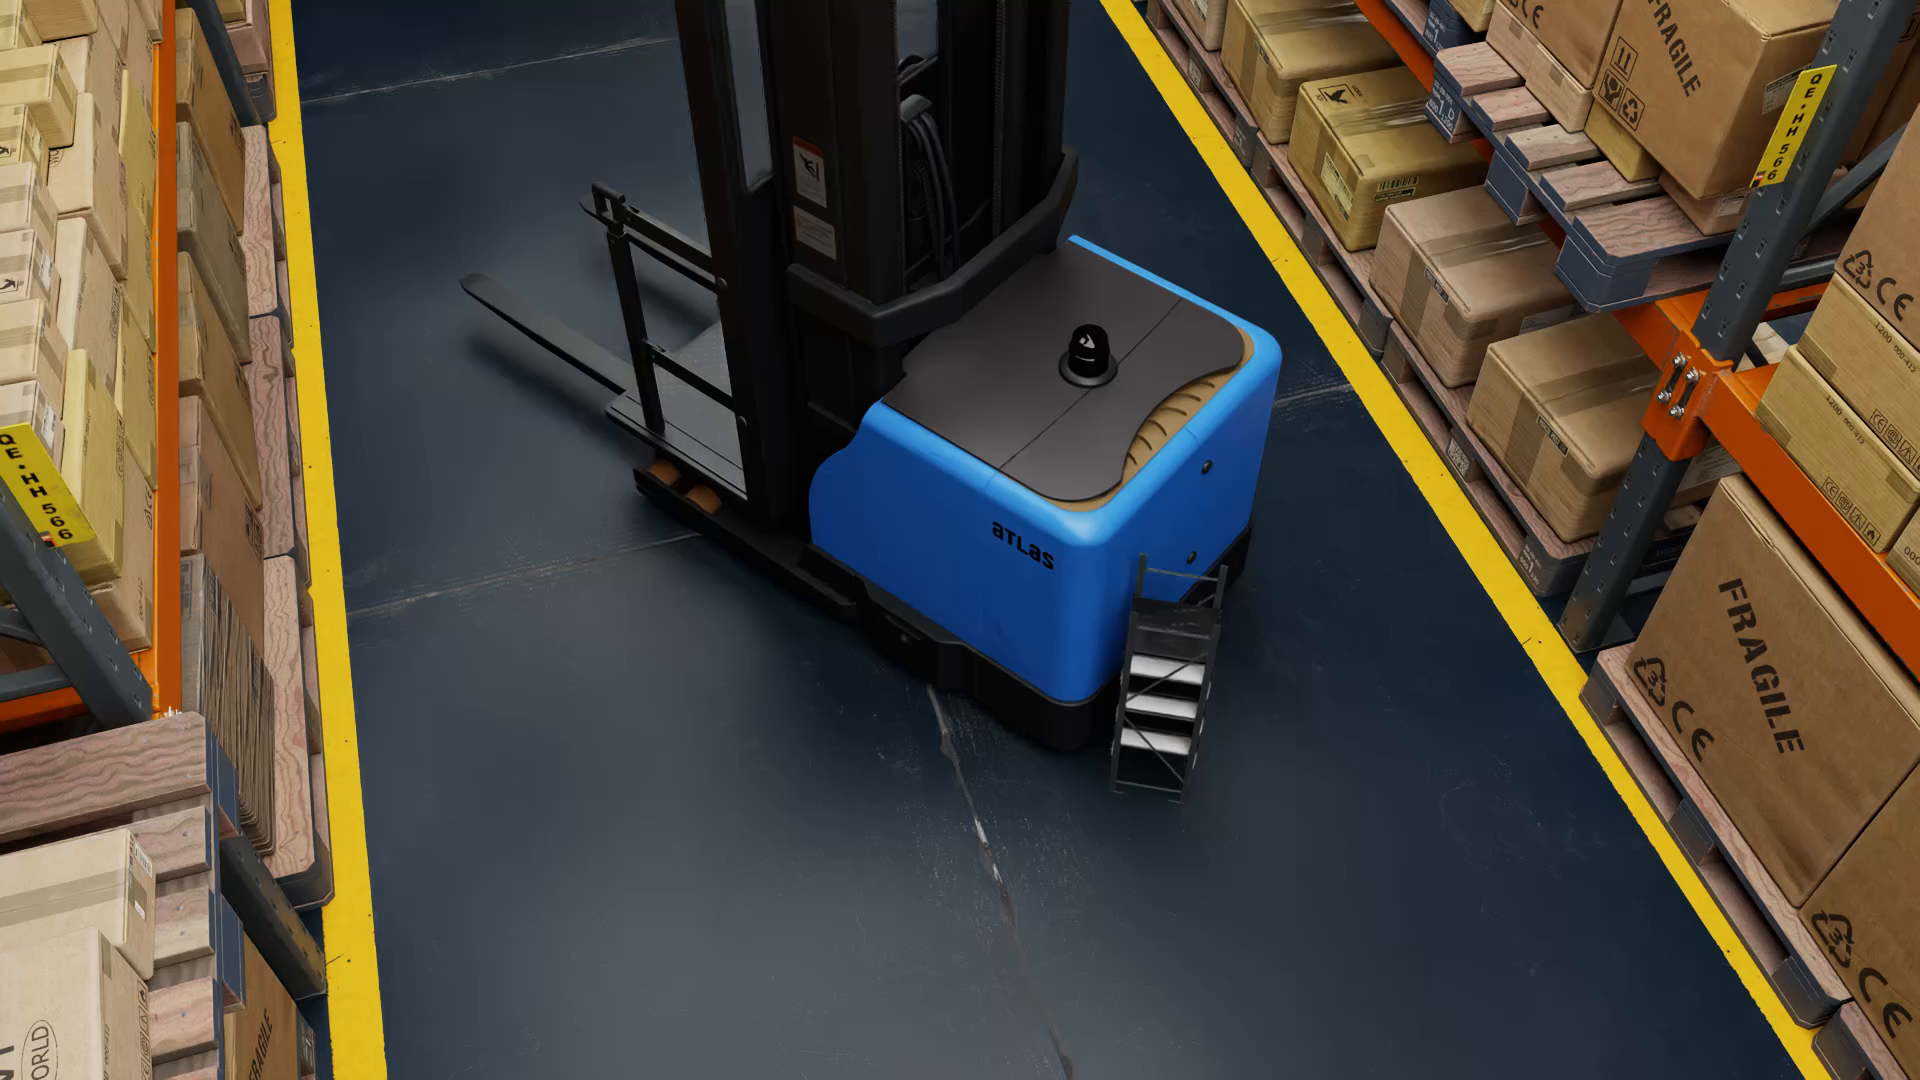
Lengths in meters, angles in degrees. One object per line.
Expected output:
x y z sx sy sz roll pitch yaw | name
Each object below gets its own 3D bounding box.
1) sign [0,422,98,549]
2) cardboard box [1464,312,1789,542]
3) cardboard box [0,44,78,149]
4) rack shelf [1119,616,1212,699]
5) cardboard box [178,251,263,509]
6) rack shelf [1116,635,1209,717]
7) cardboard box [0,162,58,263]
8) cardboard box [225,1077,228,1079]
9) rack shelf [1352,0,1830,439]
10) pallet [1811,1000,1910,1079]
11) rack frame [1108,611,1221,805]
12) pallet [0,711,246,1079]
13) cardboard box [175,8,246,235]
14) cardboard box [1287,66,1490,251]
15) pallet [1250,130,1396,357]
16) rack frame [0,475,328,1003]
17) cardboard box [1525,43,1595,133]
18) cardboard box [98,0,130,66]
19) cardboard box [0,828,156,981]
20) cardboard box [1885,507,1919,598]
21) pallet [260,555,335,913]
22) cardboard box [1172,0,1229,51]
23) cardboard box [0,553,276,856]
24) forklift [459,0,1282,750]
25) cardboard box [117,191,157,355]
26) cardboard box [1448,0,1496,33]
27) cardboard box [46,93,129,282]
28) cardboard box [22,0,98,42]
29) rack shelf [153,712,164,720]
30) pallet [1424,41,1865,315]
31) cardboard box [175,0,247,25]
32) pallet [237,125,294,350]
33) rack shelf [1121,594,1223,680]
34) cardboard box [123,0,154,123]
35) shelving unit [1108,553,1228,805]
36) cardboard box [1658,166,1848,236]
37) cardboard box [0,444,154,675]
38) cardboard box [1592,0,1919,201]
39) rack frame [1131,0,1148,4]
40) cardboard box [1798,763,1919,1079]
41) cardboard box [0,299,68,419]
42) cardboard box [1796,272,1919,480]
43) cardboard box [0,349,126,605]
-1.758 -0.099 3.166 0.100 0.325 0.005 -13 51 -11 | sign
2.310 -0.450 5.611 0.950 0.372 0.625 -16 52 -13 | cardboard box
-2.478 -1.103 4.228 0.380 0.149 0.250 -12 51 -10 | cardboard box
0.590 0.327 4.694 0.258 0.077 0.200 8 50 7 | rack shelf
-2.845 -0.417 5.418 0.875 0.625 0.625 -15 52 -12 | cardboard box
0.590 0.385 4.763 0.258 0.077 0.200 8 50 7 | rack shelf
-2.356 -0.727 3.911 0.380 0.149 0.250 -13 51 -11 | cardboard box
-1.775 1.335 3.598 0.380 0.149 0.250 -16 52 -13 | cardboard box
1.876 -1.975 5.924 1.077 0.370 4.000 -13 51 -11 | rack shelf
2.986 1.634 4.234 1.003 0.211 1.213 -13 51 -11 | pallet
0.571 0.498 4.742 0.240 0.900 0.006 8 50 7 | rack frame
-2.006 0.919 3.138 1.213 0.211 1.003 -13 51 -11 | pallet
-3.291 -1.534 6.360 0.875 0.625 0.625 -11 51 -9 | cardboard box
1.865 -1.542 6.532 0.950 0.372 0.625 -12 51 -10 | cardboard box
1.881 -1.308 6.715 1.003 0.211 1.213 -13 51 -11 | pallet
-2.273 0.378 3.469 1.000 3.000 0.127 -13 51 -11 | rack frame
1.880 -1.341 4.808 0.380 0.149 0.250 -14 51 -11 | cardboard box
-2.762 -1.606 4.913 0.500 0.250 0.500 -12 51 -10 | cardboard box
-1.712 0.717 3.073 0.380 0.149 0.250 -12 51 -10 | cardboard box
2.541 0.087 3.813 0.500 0.250 0.500 -15 51 -12 | cardboard box
-2.479 0.667 5.050 1.003 0.211 1.213 -13 51 -11 | pallet
1.442 -2.574 7.402 0.950 0.372 0.625 -13 51 -11 | cardboard box
-2.445 0.550 4.603 0.875 0.625 0.625 -12 51 -10 | cardboard box
-0.507 -1.257 4.892 3.031 2.935 1.130 32 57 24 | forklift
-2.474 -0.696 4.473 0.500 0.250 0.500 -15 51 -12 | cardboard box
1.718 -1.724 5.131 0.380 0.149 0.250 -13 51 -10 | cardboard box
-2.455 -0.866 4.289 0.500 0.250 0.500 -14 51 -12 | cardboard box
-2.584 -1.482 4.548 0.380 0.149 0.250 -15 51 -12 | cardboard box
-1.682 2.071 2.513 1.077 0.370 4.000 -13 51 -11 | rack shelf
2.155 -1.181 4.909 1.213 0.211 1.003 -13 51 -11 | pallet
-3.304 -2.376 6.988 0.500 0.250 0.500 -14 51 -11 | cardboard box
-3.201 -1.115 6.552 1.003 0.211 1.213 -13 51 -11 | pallet
0.590 0.269 4.625 0.258 0.077 0.200 8 50 7 | rack shelf
-2.786 -1.450 5.109 0.500 0.250 0.500 -13 51 -11 | cardboard box
0.590 0.421 4.806 0.258 0.900 0.210 8 50 7 | shelving unit
2.146 -0.987 4.510 0.380 0.149 0.250 -12 51 -10 | cardboard box
-2.171 0.047 3.846 0.500 0.250 0.500 -13 51 -11 | cardboard box
2.067 -1.279 4.332 0.500 0.500 0.500 -15 51 -12 | cardboard box
1.284 -3.668 6.880 1.000 3.000 0.127 -13 51 -11 | rack frame
2.852 0.979 4.078 0.875 0.875 0.875 -13 51 -11 | cardboard box
-2.166 -0.357 3.599 0.380 0.149 0.250 -12 51 -10 | cardboard box
2.381 -0.433 3.925 0.500 0.250 0.500 -14 51 -11 | cardboard box
-2.147 -0.119 3.660 0.500 0.250 0.500 -13 51 -11 | cardboard box
